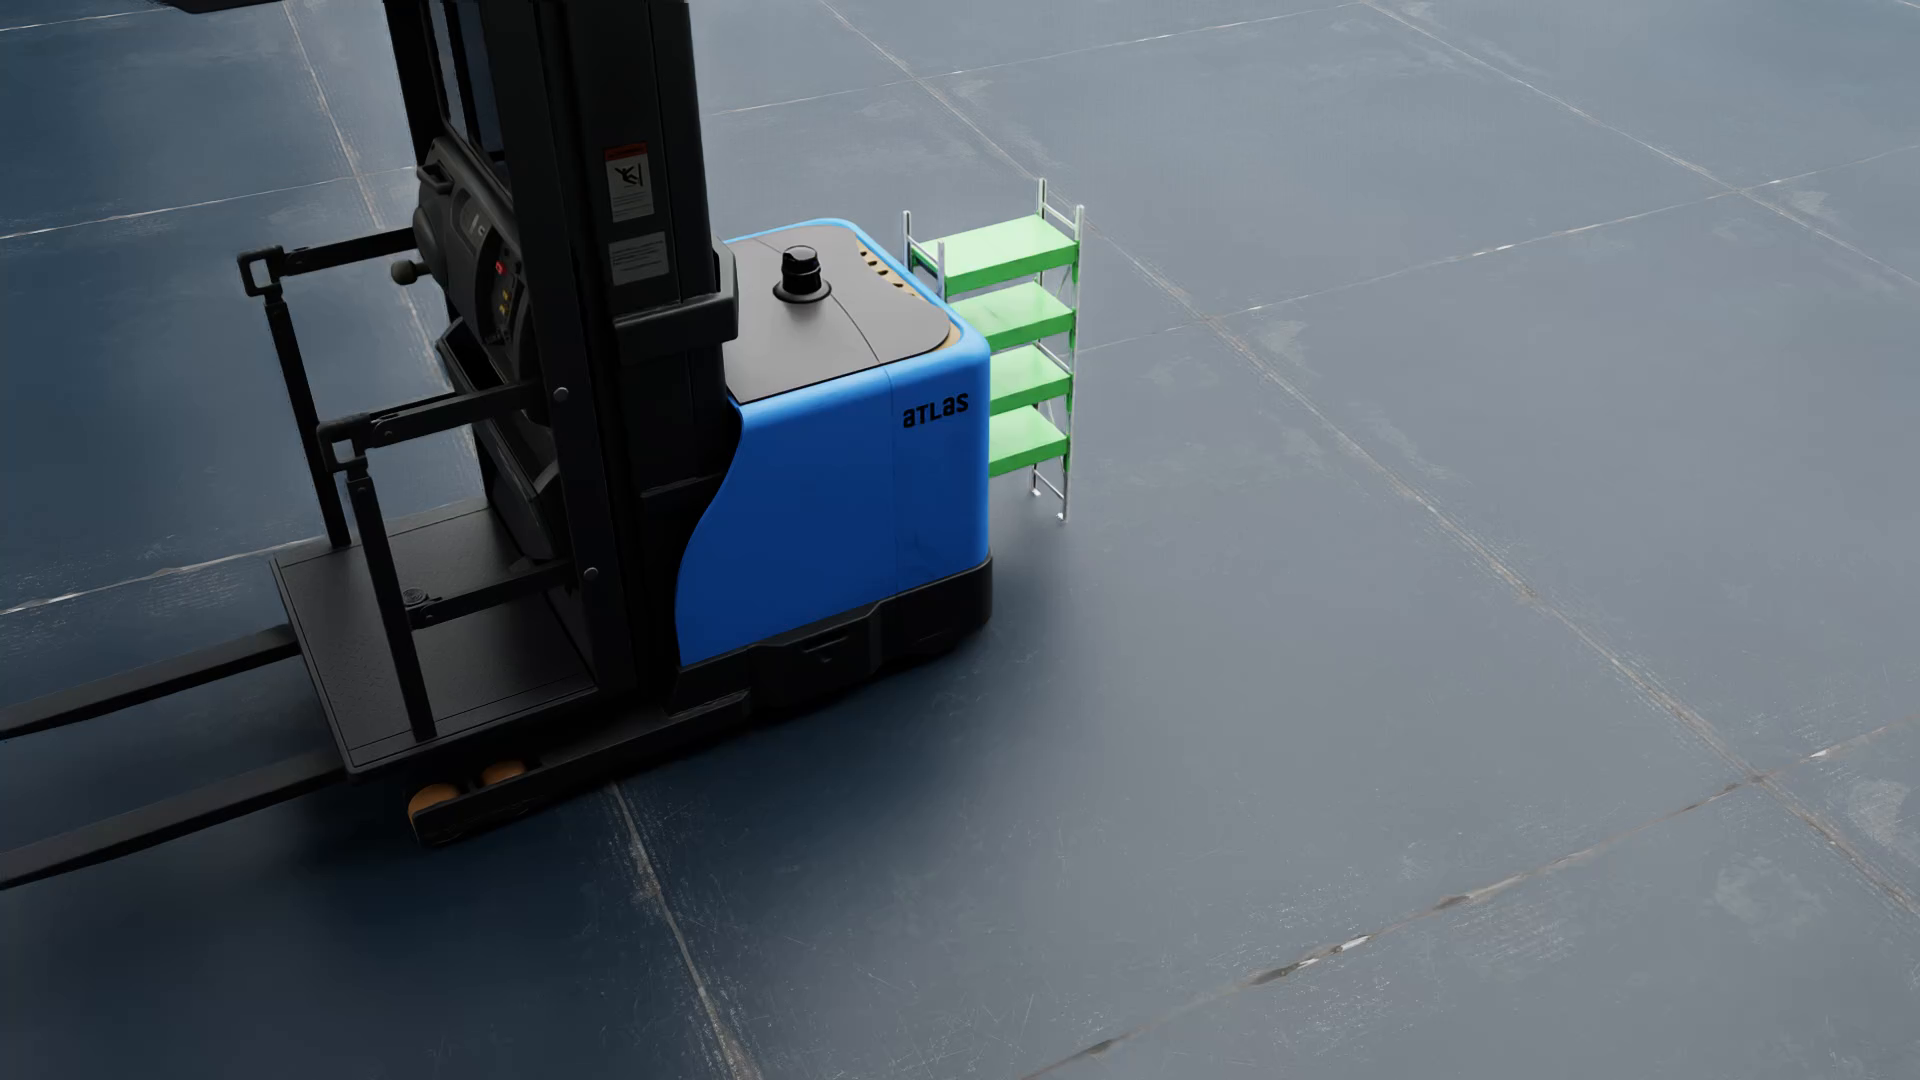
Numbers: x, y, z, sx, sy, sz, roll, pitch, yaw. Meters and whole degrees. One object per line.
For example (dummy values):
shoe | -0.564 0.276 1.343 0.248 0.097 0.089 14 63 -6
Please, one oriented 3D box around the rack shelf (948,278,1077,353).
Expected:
rack shelf | 0.104 -0.675 5.357 0.480 0.148 0.258 -18 40 -23

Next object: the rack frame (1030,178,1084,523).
rack frame | 0.317 -0.604 5.558 0.015 1.200 0.240 -18 40 -23

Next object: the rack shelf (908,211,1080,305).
rack shelf | 0.104 -0.867 5.214 0.480 0.148 0.258 -18 40 -23

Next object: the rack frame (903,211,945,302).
rack frame | -0.109 -0.462 5.366 0.015 1.200 0.240 -18 40 -23

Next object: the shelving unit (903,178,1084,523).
shelving unit | 0.104 -0.533 5.462 0.503 1.200 0.258 -18 40 -23

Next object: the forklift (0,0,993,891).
forklift | -1.437 -0.698 4.231 3.031 2.935 1.130 -18 40 -23

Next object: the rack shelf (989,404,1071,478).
rack shelf | 0.104 -0.289 5.643 0.480 0.148 0.258 -18 40 -23

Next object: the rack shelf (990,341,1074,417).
rack shelf | 0.104 -0.482 5.500 0.480 0.148 0.258 -18 40 -23
